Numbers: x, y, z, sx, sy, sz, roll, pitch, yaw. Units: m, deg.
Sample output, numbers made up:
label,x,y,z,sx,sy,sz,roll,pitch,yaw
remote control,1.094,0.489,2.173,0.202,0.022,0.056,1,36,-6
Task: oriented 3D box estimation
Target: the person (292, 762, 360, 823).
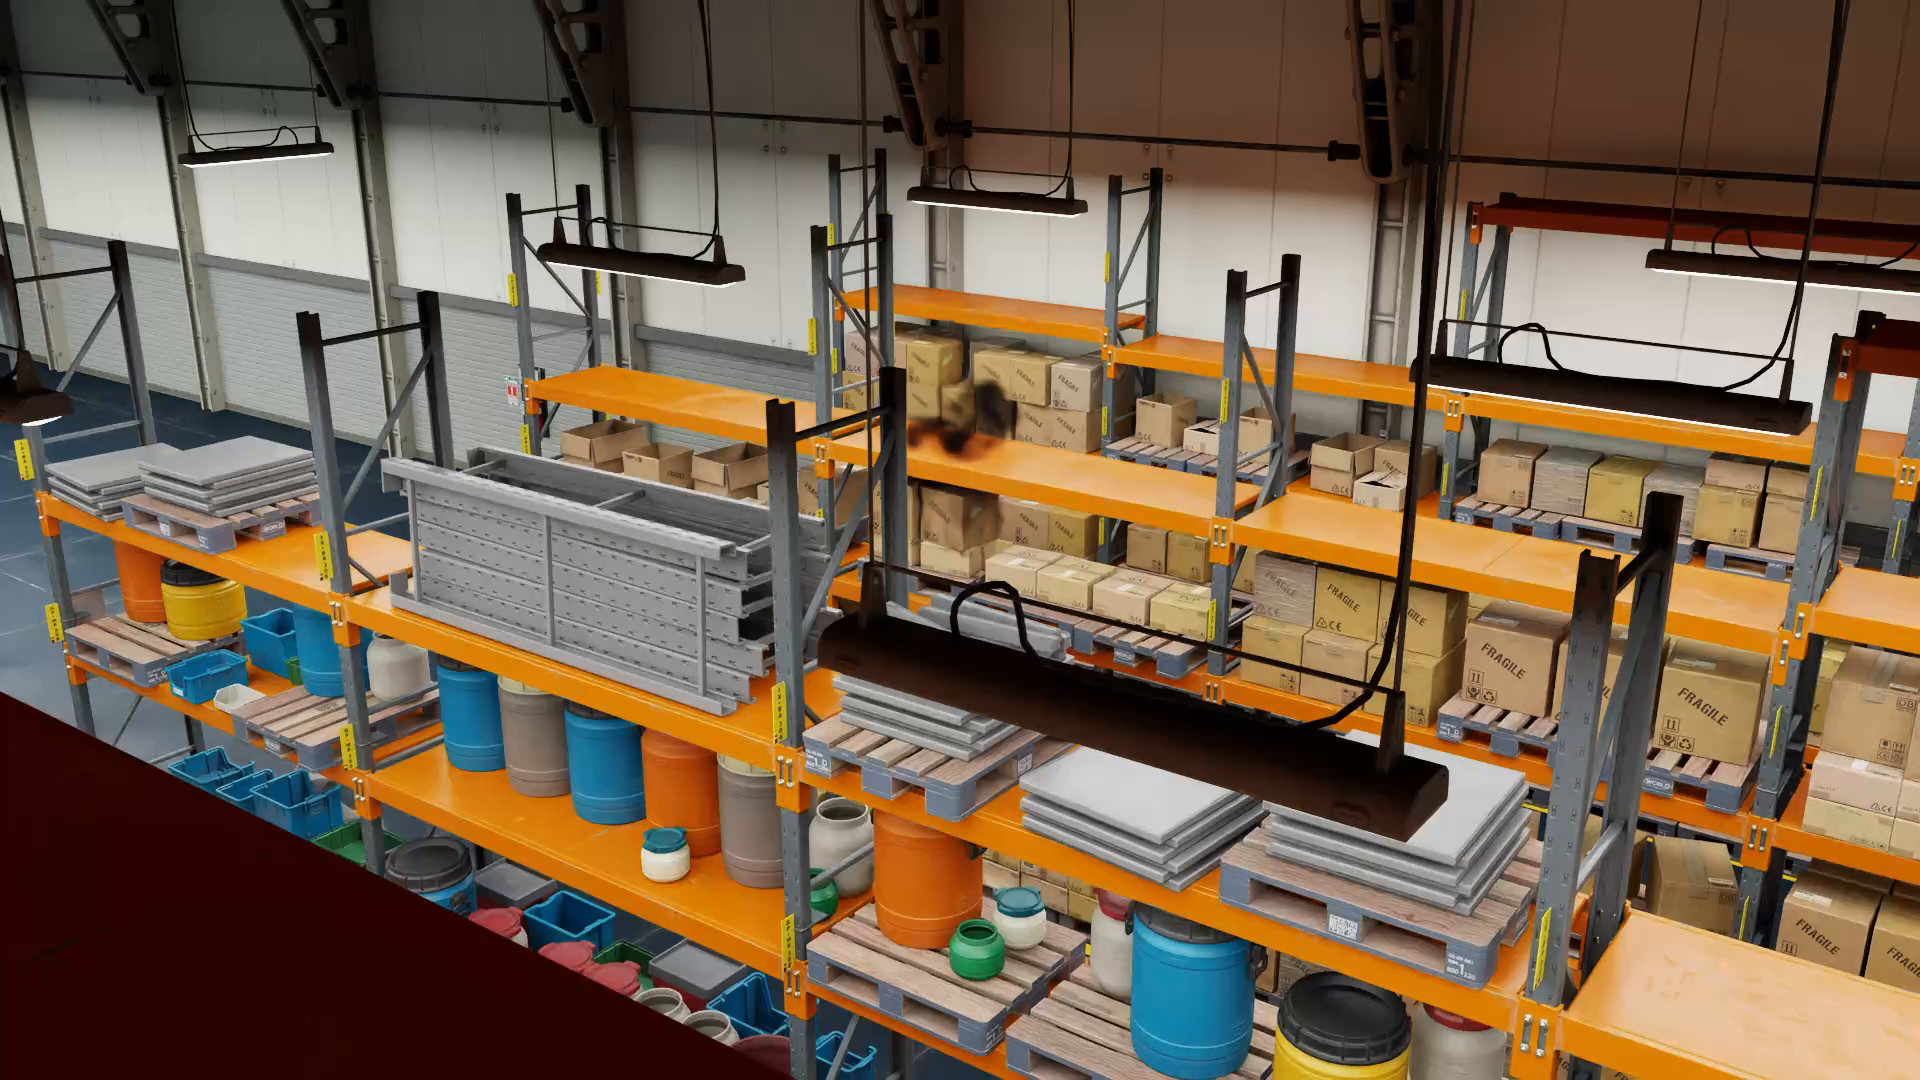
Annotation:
label,x,y,z,sx,sy,sz,roll,pitch,yaw
person,-6.066,2.216,15.797,0.823,1.773,0.671,5,19,15
